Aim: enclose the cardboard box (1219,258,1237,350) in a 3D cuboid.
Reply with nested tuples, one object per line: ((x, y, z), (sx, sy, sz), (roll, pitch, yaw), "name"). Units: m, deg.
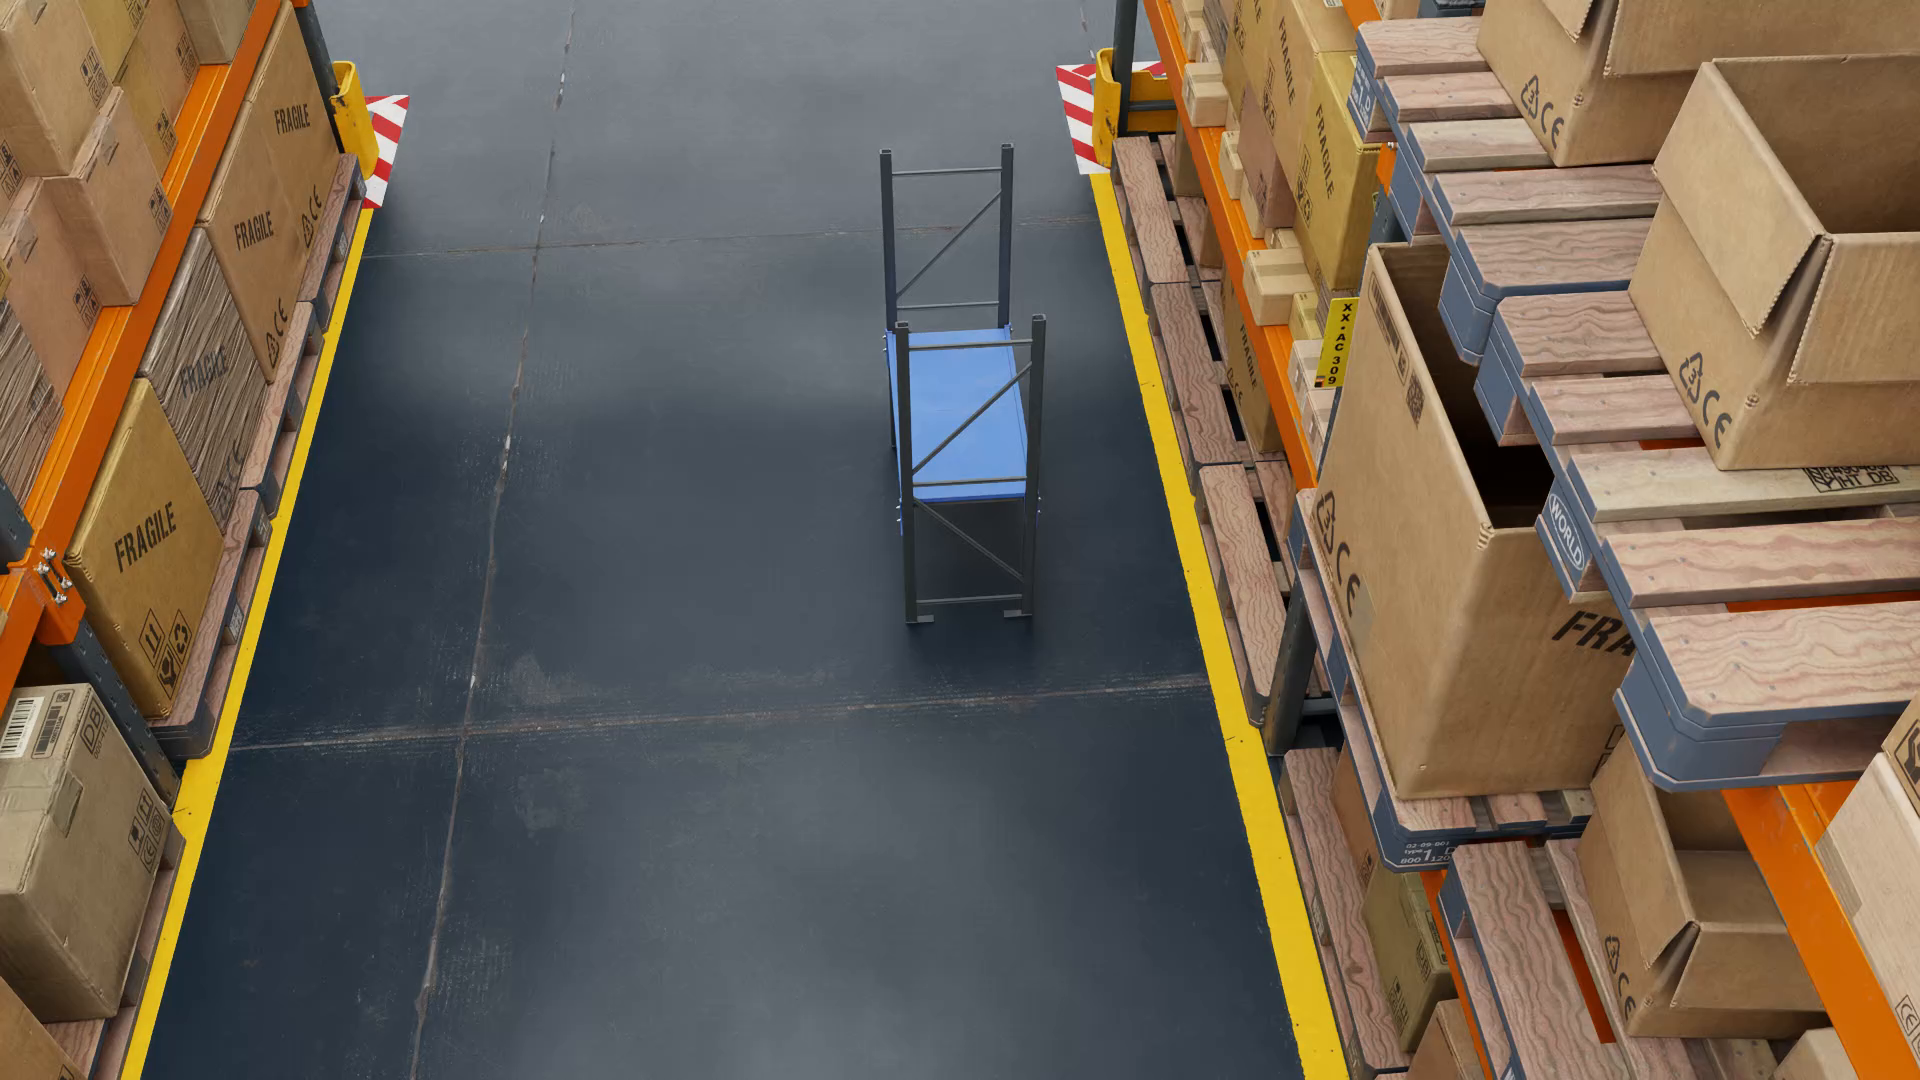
((1.445, -1.145, 7.337), (0.500, 0.500, 0.500), (0, 47, 0), "cardboard box")

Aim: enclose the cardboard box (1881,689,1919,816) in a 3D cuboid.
((1.592, 0.294, 2.063), (0.500, 0.500, 0.500), (-3, 47, -3), "cardboard box")

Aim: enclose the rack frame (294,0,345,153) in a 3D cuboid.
((-3.659, -2.969, 7.632), (1.000, 3.000, 0.127), (-3, 47, -3), "rack frame")

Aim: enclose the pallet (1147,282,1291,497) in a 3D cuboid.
((1.430, -0.713, 7.416), (1.003, 0.211, 1.213), (-3, 47, -3), "pallet")

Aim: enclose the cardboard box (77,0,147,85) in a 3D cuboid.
((-3.443, -1.940, 5.810), (0.875, 0.550, 0.500), (-3, 47, -3), "cardboard box")

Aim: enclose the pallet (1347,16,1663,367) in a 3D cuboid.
((1.572, -0.817, 3.658), (1.213, 0.211, 1.003), (-3, 47, -3), "pallet")

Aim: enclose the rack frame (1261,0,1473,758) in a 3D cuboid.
((1.626, -0.303, 5.108), (1.000, 3.000, 0.127), (-3, 47, -3), "rack frame")

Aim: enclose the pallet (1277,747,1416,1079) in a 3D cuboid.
((1.693, 1.219, 5.587), (1.003, 0.211, 1.213), (-3, 47, -3), "pallet")

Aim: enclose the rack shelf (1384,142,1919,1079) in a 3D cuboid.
((1.794, 0.360, 2.909), (1.077, 0.370, 4.000), (-3, 47, -3), "rack shelf")

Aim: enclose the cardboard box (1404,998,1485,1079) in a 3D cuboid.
((1.725, 1.602, 4.722), (0.700, 0.500, 0.500), (-7, 47, -7), "cardboard box")

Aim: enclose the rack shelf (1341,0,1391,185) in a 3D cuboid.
((1.459, -2.534, 5.650), (1.077, 0.370, 4.000), (-3, 47, -3), "rack shelf")

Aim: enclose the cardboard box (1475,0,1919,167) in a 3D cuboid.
((1.567, -1.168, 3.501), (0.797, 0.503, 0.637), (-6, 47, -5), "cardboard box")

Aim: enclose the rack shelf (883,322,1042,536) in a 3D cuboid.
((-0.007, -0.454, 6.531), (0.538, 0.185, 1.000), (-3, 47, -3), "rack shelf")

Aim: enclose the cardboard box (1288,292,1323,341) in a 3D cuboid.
((1.343, -0.720, 5.676), (0.380, 0.149, 0.250), (-3, 47, -3), "cardboard box")

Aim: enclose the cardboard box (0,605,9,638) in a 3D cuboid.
((-3.014, 0.252, 4.513), (0.500, 0.500, 0.500), (-4, 47, -4), "cardboard box")

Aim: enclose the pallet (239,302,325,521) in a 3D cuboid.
((-3.415, -0.556, 7.267), (1.003, 0.211, 1.213), (-3, 47, -3), "pallet")

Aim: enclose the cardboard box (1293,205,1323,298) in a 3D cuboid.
((1.644, -1.133, 5.620), (0.875, 0.500, 0.500), (-3, 47, -3), "cardboard box")

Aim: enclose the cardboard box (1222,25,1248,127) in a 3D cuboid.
((1.501, -1.853, 6.302), (0.875, 0.500, 0.500), (-3, 47, -3), "cardboard box")

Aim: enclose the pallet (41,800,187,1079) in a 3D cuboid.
((-3.185, 1.438, 5.379), (1.003, 0.211, 1.213), (-3, 47, -3), "pallet")

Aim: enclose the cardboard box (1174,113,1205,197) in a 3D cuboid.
((1.327, -2.029, 8.175), (0.500, 0.500, 0.500), (4, 47, 4), "cardboard box")

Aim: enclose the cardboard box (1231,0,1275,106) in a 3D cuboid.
((1.231, -1.816, 5.578), (0.500, 0.500, 0.500), (-3, 47, -3), "cardboard box")

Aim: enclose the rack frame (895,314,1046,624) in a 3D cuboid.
((0.035, -0.210, 6.052), (0.500, 1.500, 0.032), (-3, 47, -3), "rack frame")

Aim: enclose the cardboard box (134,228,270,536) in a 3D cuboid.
((-3.387, -0.600, 6.563), (0.875, 0.875, 0.875), (-3, 47, -3), "cardboard box")

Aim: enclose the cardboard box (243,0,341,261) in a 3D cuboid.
((-3.537, -1.896, 7.790), (0.875, 0.875, 0.875), (-3, 47, -3), "cardboard box")

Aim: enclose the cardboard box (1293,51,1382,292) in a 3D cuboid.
((1.315, -1.092, 4.893), (0.500, 0.500, 0.500), (-3, 47, -3), "cardboard box")

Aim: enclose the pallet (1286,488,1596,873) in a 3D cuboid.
((1.545, 0.325, 4.645), (1.003, 0.211, 1.213), (-3, 47, -3), "pallet")

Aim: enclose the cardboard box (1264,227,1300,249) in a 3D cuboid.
((1.322, -1.083, 6.020), (0.380, 0.149, 0.250), (-3, 47, -3), "cardboard box")

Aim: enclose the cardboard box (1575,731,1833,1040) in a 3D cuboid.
((1.864, 0.766, 3.735), (0.797, 0.503, 0.637), (1, 47, 1), "cardboard box")

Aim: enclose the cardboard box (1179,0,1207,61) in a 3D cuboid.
((1.141, -2.165, 7.044), (0.380, 0.149, 0.250), (-3, 47, -3), "cardboard box")

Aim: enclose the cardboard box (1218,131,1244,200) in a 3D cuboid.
((1.205, -1.441, 6.358), (0.380, 0.149, 0.250), (-3, 47, -3), "cardboard box")

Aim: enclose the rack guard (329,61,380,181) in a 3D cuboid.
((-3.661, -2.127, 8.556), (1.175, 0.500, 0.348), (-3, 47, -3), "rack guard")

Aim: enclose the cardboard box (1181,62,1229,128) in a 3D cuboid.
((1.107, -1.799, 6.697), (0.380, 0.149, 0.250), (-3, 47, -3), "cardboard box")

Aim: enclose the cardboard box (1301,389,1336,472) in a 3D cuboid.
((1.316, -0.354, 5.329), (0.380, 0.149, 0.250), (-3, 47, -3), "cardboard box")

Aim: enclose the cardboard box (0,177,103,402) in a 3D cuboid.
((-3.436, -0.789, 5.465), (0.875, 0.550, 0.550), (-3, 47, -3), "cardboard box")

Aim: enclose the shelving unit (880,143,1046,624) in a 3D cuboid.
((-0.007, -0.577, 6.400), (0.538, 1.500, 1.048), (-3, 47, -3), "shelving unit")

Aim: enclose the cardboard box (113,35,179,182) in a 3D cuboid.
((-3.508, -1.564, 6.199), (0.875, 0.550, 0.500), (-3, 47, -3), "cardboard box")

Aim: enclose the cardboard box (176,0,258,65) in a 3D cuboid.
((-3.515, -2.358, 6.950), (0.875, 0.550, 0.550), (-3, 47, -3), "cardboard box")

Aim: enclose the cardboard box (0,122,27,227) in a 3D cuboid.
((-3.483, -1.158, 5.070), (0.875, 0.550, 0.550), (-3, 47, -3), "cardboard box")

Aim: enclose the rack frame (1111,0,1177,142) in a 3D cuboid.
((1.292, -3.197, 7.848), (1.000, 3.000, 0.127), (-3, 47, -3), "rack frame")

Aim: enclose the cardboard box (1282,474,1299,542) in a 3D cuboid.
((1.577, -0.294, 6.531), (0.500, 0.500, 0.500), (10, 47, 9), "cardboard box")

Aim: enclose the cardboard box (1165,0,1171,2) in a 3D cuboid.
((1.086, -2.526, 7.386), (0.380, 0.149, 0.250), (-3, 47, -3), "cardboard box")

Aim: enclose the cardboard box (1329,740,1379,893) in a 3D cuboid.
((1.656, 0.851, 5.433), (0.700, 0.500, 0.500), (-7, 47, -6), "cardboard box")

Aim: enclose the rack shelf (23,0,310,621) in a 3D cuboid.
((-3.492, -1.274, 6.523), (1.077, 0.370, 4.000), (-3, 47, -3), "rack shelf")
